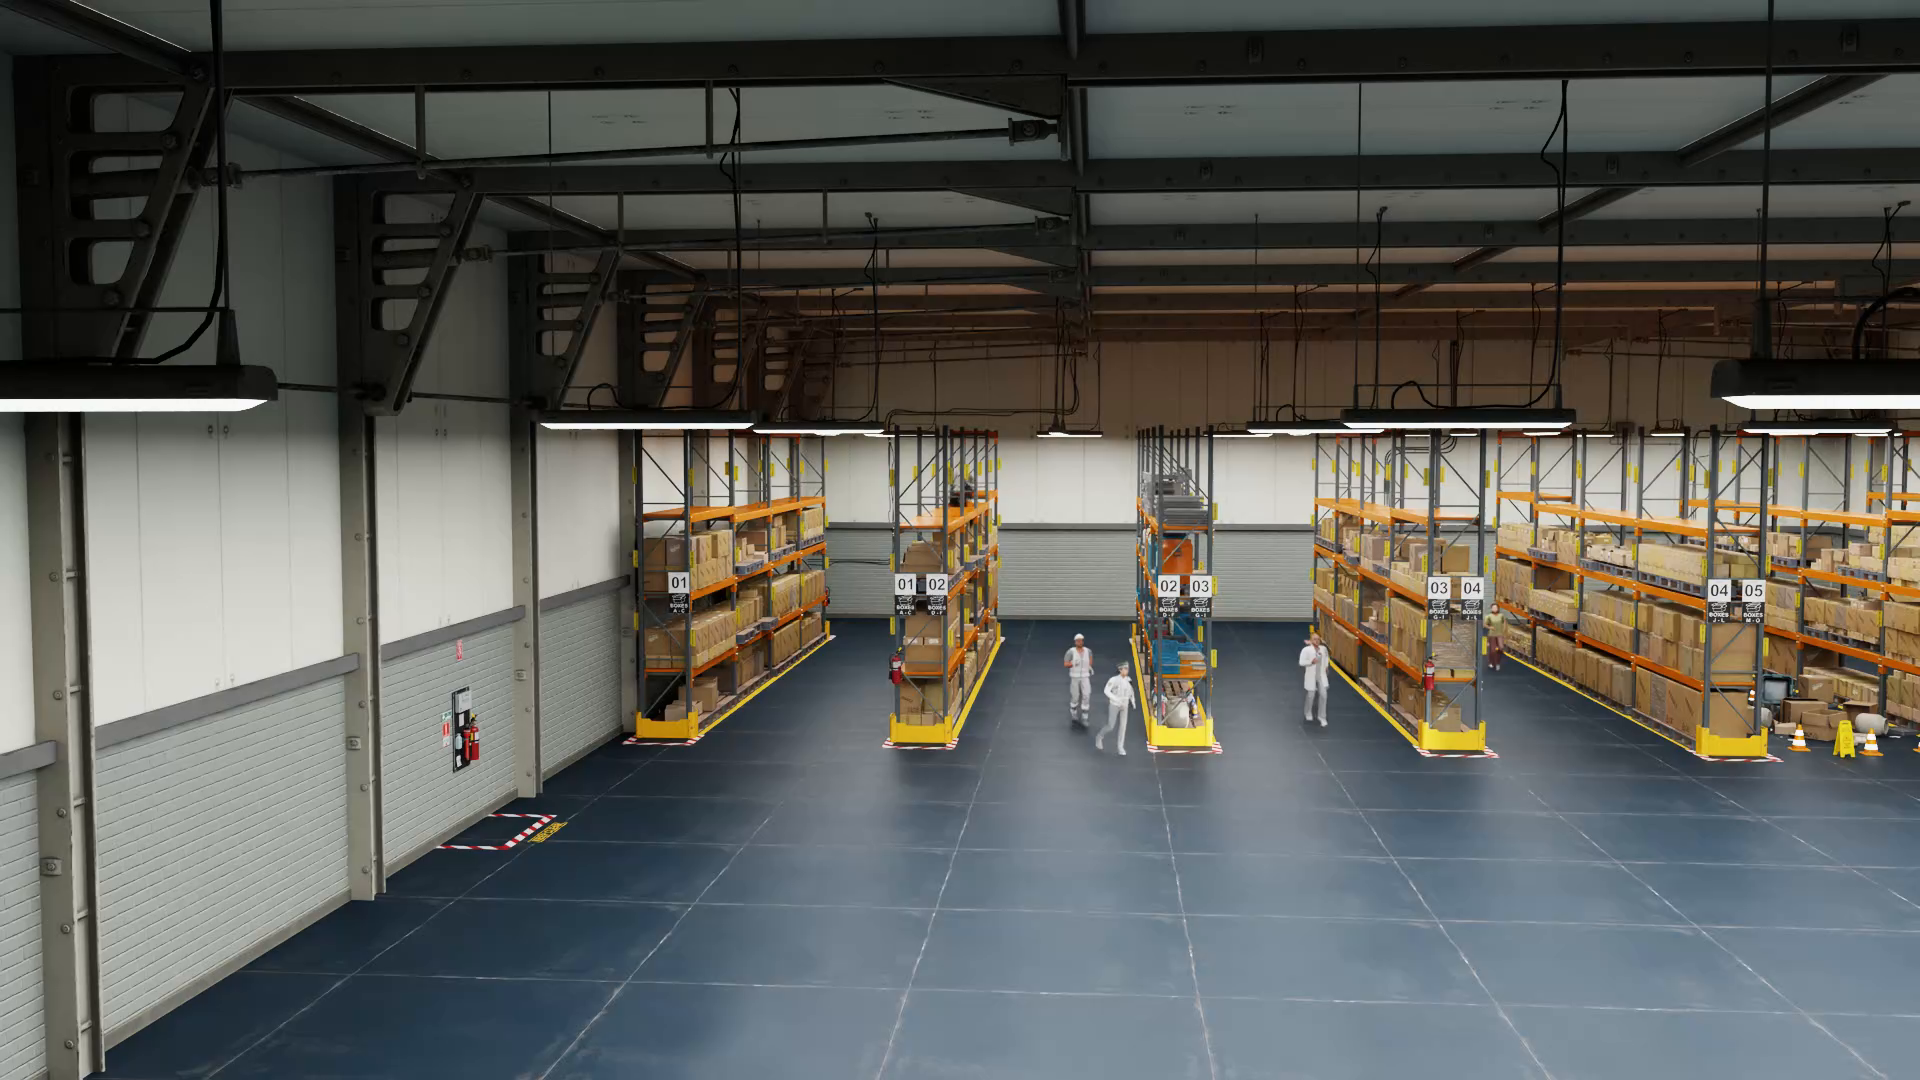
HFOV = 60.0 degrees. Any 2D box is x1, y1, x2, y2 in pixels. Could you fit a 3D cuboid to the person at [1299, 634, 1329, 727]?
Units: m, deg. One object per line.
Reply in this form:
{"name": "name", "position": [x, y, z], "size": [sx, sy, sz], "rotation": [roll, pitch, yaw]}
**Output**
{"name": "person", "position": [7.161, 2.797, 33.523], "size": [0.690, 1.819, 0.910], "rotation": [0, 3, -5]}

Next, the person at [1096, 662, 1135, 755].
{"name": "person", "position": [2.945, 3.045, 30.458], "size": [0.677, 1.654, 0.855], "rotation": [-2, 4, -26]}

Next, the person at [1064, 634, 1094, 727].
{"name": "person", "position": [2.398, 2.796, 33.415], "size": [0.636, 1.821, 0.843], "rotation": [0, 3, -8]}

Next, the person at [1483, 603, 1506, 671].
{"name": "person", "position": [13.321, 2.416, 41.398], "size": [0.580, 1.684, 0.673], "rotation": [1, 3, 9]}

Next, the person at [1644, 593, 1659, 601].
{"name": "person", "position": [19.636, 2.064, 47.275], "size": [0.677, 1.664, 0.722], "rotation": [1, 4, 14]}
